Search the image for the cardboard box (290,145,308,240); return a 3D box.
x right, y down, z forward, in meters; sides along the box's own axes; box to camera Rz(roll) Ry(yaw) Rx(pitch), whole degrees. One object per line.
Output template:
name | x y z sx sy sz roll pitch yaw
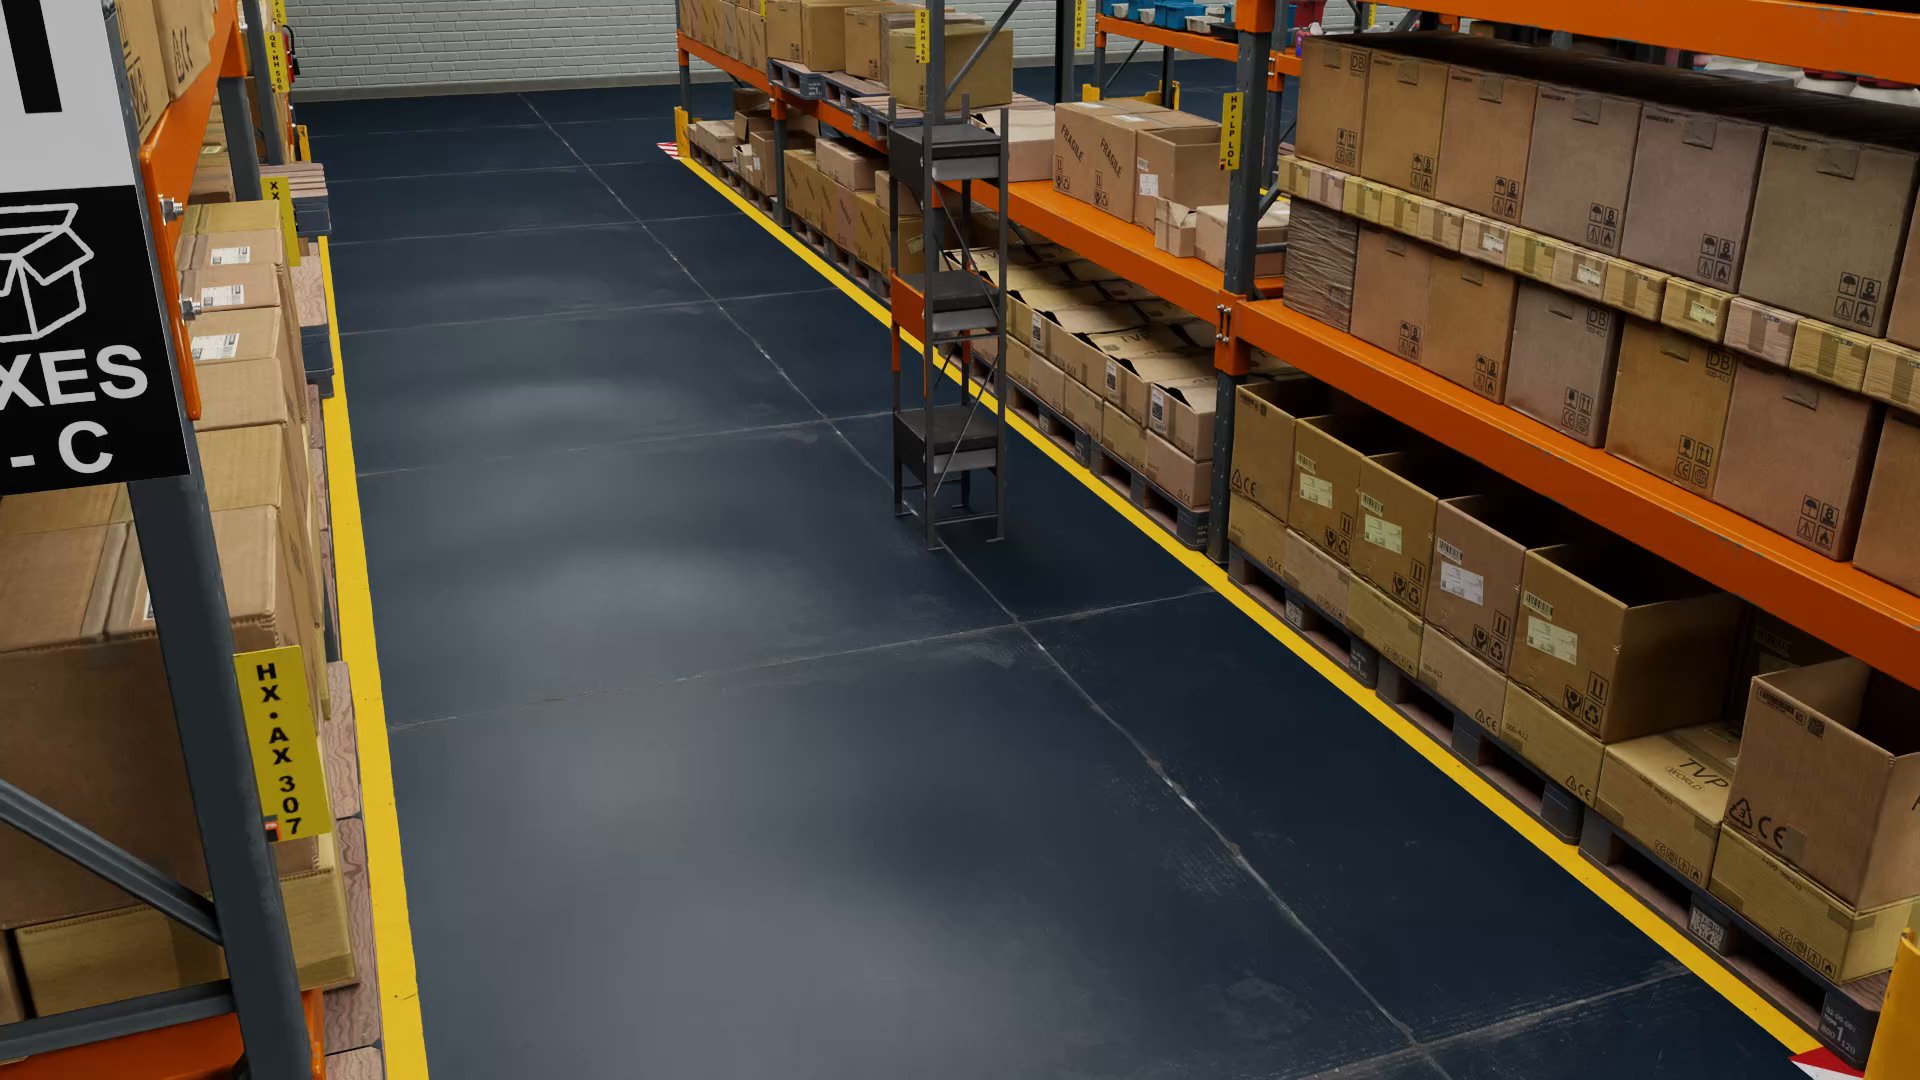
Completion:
cardboard box | -5.427 -2.557 12.683 0.750 0.750 0.750 -8 24 -18

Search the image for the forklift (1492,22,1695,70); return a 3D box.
forklift | 3.678 -2.238 9.785 1.130 2.935 3.031 14 27 30

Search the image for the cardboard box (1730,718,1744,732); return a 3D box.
cardboard box | 2.932 0.773 5.553 0.500 0.250 0.500 -8 24 -19

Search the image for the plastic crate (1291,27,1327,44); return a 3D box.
plastic crate | 3.459 -5.027 16.577 0.396 0.136 0.243 -8 24 -19

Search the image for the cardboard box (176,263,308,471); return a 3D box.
cardboard box | -2.146 -0.457 4.675 0.500 0.500 0.500 -9 24 -21

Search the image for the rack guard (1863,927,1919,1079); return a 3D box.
rack guard | 3.102 1.267 4.600 1.175 0.500 0.348 -8 24 -19

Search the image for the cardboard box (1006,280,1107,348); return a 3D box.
cardboard box | 0.550 -1.379 9.938 0.500 0.311 0.500 -9 24 -20

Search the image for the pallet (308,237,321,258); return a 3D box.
pallet | -5.974 -2.575 14.087 1.003 0.211 1.213 -8 24 -19

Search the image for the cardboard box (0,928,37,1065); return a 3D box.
cardboard box | -1.886 0.704 2.885 0.500 0.250 0.500 -8 24 -18

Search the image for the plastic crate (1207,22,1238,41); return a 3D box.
plastic crate | 2.843 -5.203 17.009 0.437 0.125 0.590 -8 24 -19

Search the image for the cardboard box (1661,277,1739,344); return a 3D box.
cardboard box | 2.416 -0.726 5.147 0.380 0.149 0.250 -8 24 -17

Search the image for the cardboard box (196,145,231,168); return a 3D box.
cardboard box | -3.291 -1.308 6.797 0.700 0.500 0.500 -6 24 -14

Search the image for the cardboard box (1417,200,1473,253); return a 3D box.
cardboard box | 1.957 -1.197 6.264 0.380 0.149 0.250 -9 25 -21

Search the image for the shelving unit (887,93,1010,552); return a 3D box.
shelving unit | -0.058 -1.028 7.985 0.431 2.100 0.503 -8 24 -19

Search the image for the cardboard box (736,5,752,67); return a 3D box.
cardboard box | -1.745 -4.633 15.253 0.500 0.500 0.500 -8 24 -17

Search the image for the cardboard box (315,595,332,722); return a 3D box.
cardboard box | -1.786 0.254 3.953 0.500 0.250 0.500 -9 24 -20

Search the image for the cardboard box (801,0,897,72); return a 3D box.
cardboard box | -0.885 -4.049 13.326 0.700 0.500 0.500 -5 23 -11

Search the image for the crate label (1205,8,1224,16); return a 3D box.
crate label | 2.745 -5.815 18.447 0.396 0.136 0.243 -8 24 -19

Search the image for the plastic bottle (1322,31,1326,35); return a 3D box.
plastic bottle | 3.360 -4.558 15.367 0.097 0.271 0.097 0 23 0

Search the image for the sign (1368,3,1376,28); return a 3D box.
sign | 4.005 -5.134 16.214 0.100 0.325 0.005 -8 24 -19

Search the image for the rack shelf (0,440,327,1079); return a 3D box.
rack shelf | -2.246 0.392 4.384 1.077 0.370 4.000 -8 24 -19

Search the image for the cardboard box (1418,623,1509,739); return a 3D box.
cardboard box | 2.087 0.482 6.243 0.500 0.250 0.500 -8 24 -19

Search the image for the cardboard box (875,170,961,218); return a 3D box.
cardboard box | -0.306 -2.524 12.064 0.500 0.250 0.500 -7 24 -17

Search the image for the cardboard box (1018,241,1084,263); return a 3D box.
cardboard box | 0.683 -1.829 11.004 0.500 0.311 0.500 -8 24 -18

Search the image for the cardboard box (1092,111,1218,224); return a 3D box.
cardboard box | 1.062 -2.048 9.118 0.500 0.500 0.500 -8 24 -19

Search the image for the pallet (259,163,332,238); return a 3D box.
pallet | -4.014 -1.787 8.874 1.213 0.211 1.003 -8 24 -19

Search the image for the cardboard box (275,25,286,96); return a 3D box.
cardboard box | -5.955 -3.910 13.279 0.980 0.700 0.700 -8 24 -18

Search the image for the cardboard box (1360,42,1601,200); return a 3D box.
cardboard box | 2.023 -1.647 6.497 0.700 0.500 0.500 -8 24 -19

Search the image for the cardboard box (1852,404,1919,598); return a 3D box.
cardboard box | 2.941 -0.111 4.523 0.700 0.500 0.500 -8 24 -19

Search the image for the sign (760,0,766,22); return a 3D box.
sign | -1.650 -4.576 14.129 0.100 0.325 0.005 -8 24 -19

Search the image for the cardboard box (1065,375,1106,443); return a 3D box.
cardboard box | 0.905 -0.754 9.177 0.500 0.250 0.500 -8 24 -18

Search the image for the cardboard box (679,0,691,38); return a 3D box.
cardboard box | -2.648 -5.556 17.441 0.500 0.500 0.500 -8 24 -18

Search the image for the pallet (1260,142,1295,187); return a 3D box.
pallet | 3.194 -3.909 17.253 1.003 0.211 1.213 -8 24 -19

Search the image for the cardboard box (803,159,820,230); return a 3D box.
cardboard box | -1.004 -2.903 13.928 0.500 0.500 0.500 -8 24 -18

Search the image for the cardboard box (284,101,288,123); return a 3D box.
cardboard box | -5.085 -3.106 12.054 0.380 0.149 0.250 -8 24 -19

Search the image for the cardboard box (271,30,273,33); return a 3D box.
cardboard box | -5.020 -3.264 11.595 0.500 0.500 0.500 -8 24 -19

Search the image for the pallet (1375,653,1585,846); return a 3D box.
pallet | 2.357 0.677 6.373 1.003 0.211 1.213 -8 24 -19

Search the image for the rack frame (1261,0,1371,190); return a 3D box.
rack frame | 3.490 -4.932 16.090 1.000 3.000 0.127 -8 24 -19

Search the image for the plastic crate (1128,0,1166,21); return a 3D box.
plastic crate | 2.089 -5.962 18.671 0.416 0.233 0.300 -8 24 -19

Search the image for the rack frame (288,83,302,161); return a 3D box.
rack frame | -7.191 -5.026 16.313 1.000 3.000 0.127 -8 24 -19

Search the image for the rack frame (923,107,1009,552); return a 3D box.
rack frame | 0.028 -0.939 7.775 0.400 2.100 0.015 -8 24 -19

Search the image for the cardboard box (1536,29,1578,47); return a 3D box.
cardboard box | 7.333 -5.727 20.171 0.875 0.875 0.875 -8 24 -19

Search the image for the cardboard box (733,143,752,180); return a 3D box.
cardboard box | -1.877 -3.658 15.963 0.500 0.311 0.500 -8 24 -19

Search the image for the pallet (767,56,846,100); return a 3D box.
pallet | -0.965 -3.860 13.793 1.003 0.211 1.213 -8 24 -19

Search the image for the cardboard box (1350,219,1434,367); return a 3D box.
cardboard box | 2.036 -1.042 6.731 0.700 0.500 0.500 -9 24 -20

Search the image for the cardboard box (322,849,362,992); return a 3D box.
cardboard box | -2.113 0.992 4.686 0.700 0.500 0.500 -10 25 -22

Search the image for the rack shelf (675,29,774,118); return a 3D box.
rack shelf | -1.852 -4.649 16.344 1.077 0.370 4.000 -8 24 -19

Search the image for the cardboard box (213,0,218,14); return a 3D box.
cardboard box | -2.145 -1.572 4.102 0.500 0.500 0.500 -9 25 -21

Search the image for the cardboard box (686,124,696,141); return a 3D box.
cardboard box | -2.732 -4.397 17.924 0.380 0.149 0.250 -8 24 -19

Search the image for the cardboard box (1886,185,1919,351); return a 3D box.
cardboard box | 2.922 -0.728 4.316 0.700 0.500 0.500 -8 24 -19

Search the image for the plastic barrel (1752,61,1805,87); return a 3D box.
plastic barrel | 5.615 -3.033 11.439 0.421 0.512 0.421 0 23 0

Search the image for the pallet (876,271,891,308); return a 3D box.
pallet | 0.039 -1.792 12.230 1.003 0.211 1.213 -8 24 -19

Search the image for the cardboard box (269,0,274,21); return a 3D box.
cardboard box | -5.374 -3.976 12.319 0.500 0.250 0.500 -8 24 -18

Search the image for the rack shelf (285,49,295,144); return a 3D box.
rack shelf | -6.485 -3.968 14.729 1.077 0.370 4.000 -8 24 -19

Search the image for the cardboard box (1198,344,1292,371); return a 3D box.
cardboard box | 1.596 -0.899 8.798 0.500 0.311 0.500 -9 24 -20

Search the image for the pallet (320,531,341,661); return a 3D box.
pallet | -3.229 0.336 7.180 1.003 0.211 1.213 -8 24 -19

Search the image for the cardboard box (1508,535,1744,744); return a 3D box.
cardboard box | 2.259 0.319 5.665 0.500 0.500 0.500 -8 24 -19
